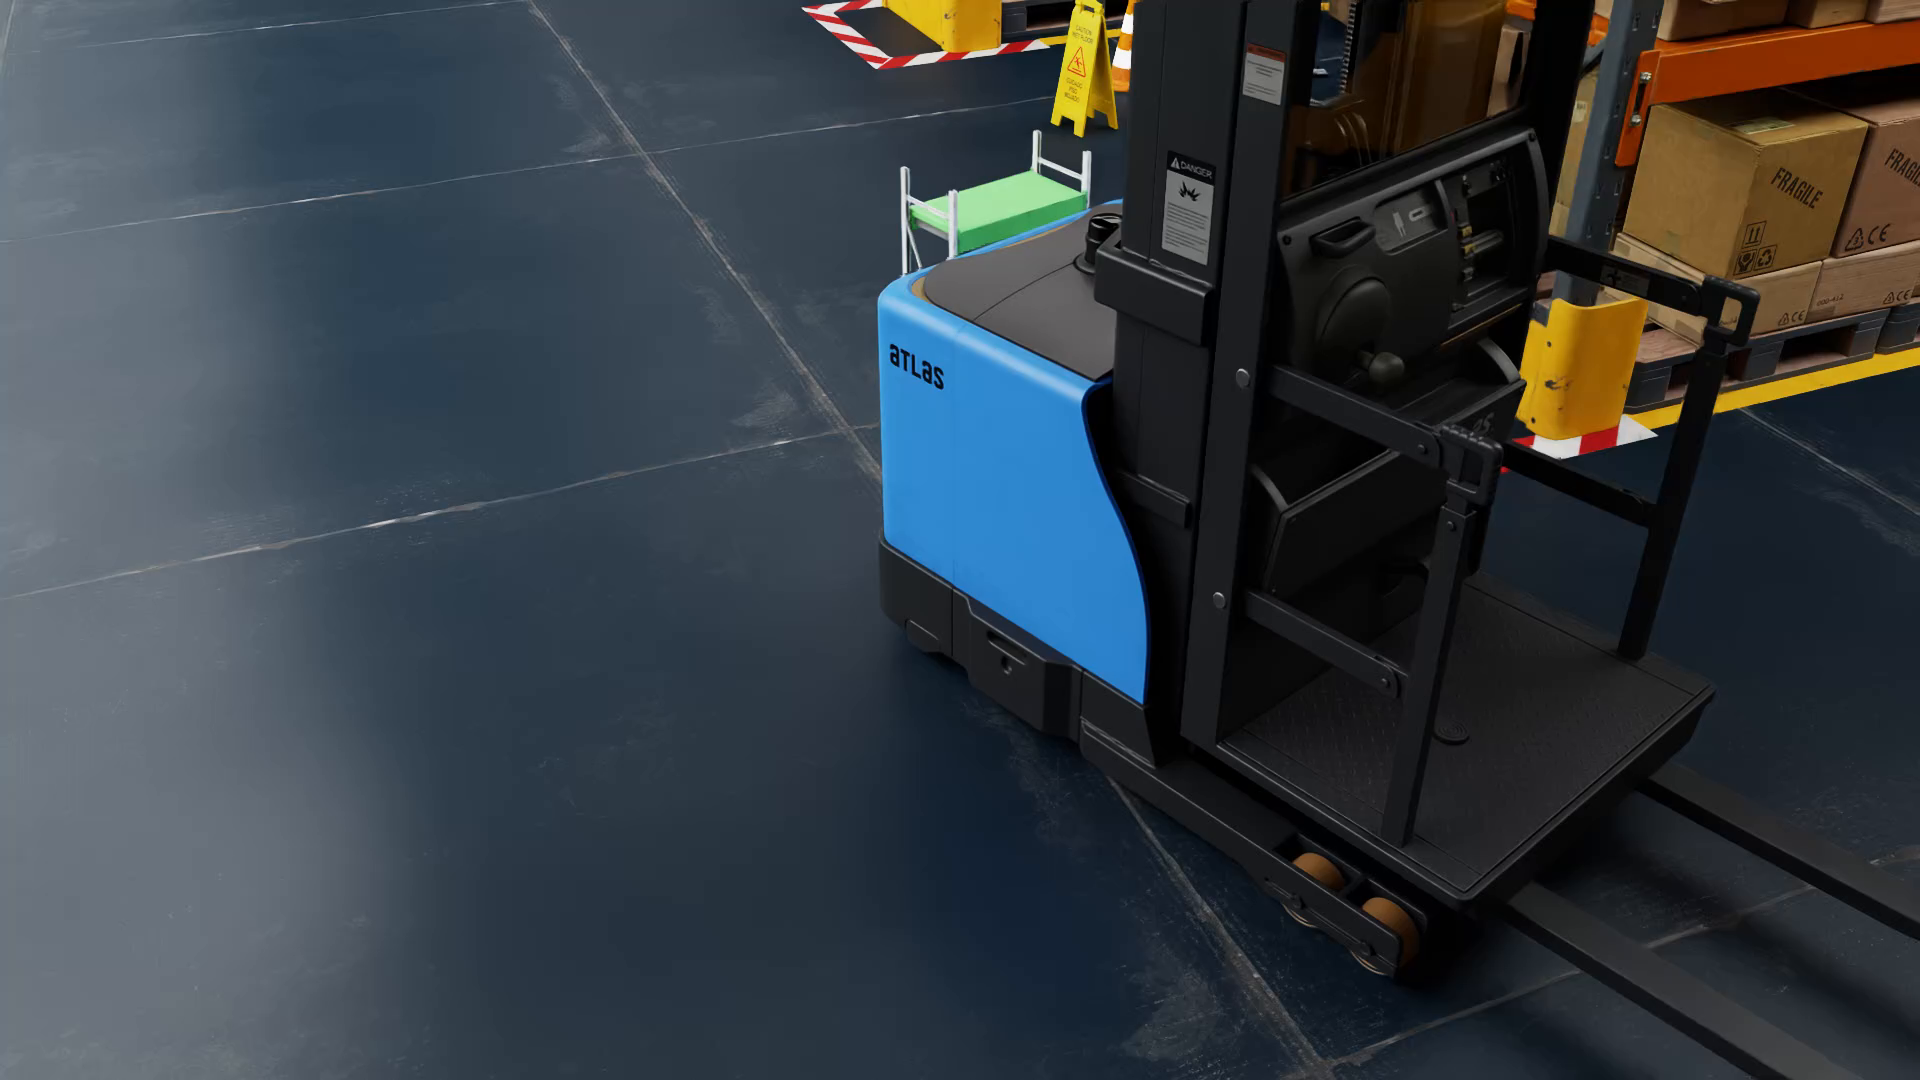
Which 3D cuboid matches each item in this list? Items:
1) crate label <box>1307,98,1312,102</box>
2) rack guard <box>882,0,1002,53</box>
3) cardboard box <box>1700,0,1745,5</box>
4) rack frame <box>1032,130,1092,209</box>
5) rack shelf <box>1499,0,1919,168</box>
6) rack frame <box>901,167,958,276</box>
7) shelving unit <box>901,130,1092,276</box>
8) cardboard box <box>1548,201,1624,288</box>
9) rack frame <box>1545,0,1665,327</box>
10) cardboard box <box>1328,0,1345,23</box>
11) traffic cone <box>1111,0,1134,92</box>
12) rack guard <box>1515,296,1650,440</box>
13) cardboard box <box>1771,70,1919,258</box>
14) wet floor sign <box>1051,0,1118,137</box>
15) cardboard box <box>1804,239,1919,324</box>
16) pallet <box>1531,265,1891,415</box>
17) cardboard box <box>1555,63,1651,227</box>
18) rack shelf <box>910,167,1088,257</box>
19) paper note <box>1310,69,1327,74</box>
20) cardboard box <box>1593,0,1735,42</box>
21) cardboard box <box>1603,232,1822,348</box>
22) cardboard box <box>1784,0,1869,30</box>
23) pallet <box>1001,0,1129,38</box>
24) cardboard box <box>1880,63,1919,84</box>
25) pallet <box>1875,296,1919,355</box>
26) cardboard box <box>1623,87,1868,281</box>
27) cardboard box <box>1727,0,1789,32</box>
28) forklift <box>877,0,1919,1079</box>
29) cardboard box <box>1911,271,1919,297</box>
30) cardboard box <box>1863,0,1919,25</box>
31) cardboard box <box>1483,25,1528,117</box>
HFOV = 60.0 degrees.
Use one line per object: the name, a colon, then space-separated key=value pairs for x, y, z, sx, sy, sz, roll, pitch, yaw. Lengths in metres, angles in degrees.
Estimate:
crate label: x=1.761 y=-2.130 z=8.399 sx=0.250 sy=0.136 sz=0.298 roll=23 pitch=39 yaw=30
rack guard: x=-0.126 y=-3.322 z=9.898 sx=0.348 sy=0.500 sz=1.175 roll=-13 pitch=35 yaw=-19
cardboard box: x=2.450 y=-2.034 z=5.262 sx=0.500 sy=0.500 sz=0.500 roll=-13 pitch=35 yaw=-20
rack frame: x=0.296 y=-0.654 z=5.155 sx=0.015 sy=1.200 sz=0.240 roll=-23 pitch=40 yaw=-31
rack shelf: x=3.750 y=-2.028 z=6.276 sx=4.000 sy=0.370 sz=1.077 roll=-13 pitch=35 yaw=-19
rack frame: x=-0.086 y=-0.489 z=4.901 sx=0.015 sy=1.200 sz=0.240 roll=-23 pitch=40 yaw=-31
shelving unit: x=0.105 y=-0.571 z=5.028 sx=0.503 sy=1.200 sz=0.258 roll=-23 pitch=40 yaw=-31
cardboard box: x=2.569 y=-1.242 z=6.544 sx=0.500 sy=0.250 sz=0.500 roll=-13 pitch=35 yaw=-19
rack frame: x=1.906 y=-1.907 z=5.431 sx=0.127 sy=3.000 sz=1.000 roll=-13 pitch=35 yaw=-19
cardboard box: x=2.551 y=-3.329 z=9.906 sx=0.500 sy=0.500 sz=0.500 roll=-7 pitch=34 yaw=-11
traffic cone: x=0.936 y=-2.710 z=8.990 sx=0.334 sy=0.463 sz=0.336 roll=-13 pitch=35 yaw=-19
rack guard: x=1.976 y=-0.876 z=6.137 sx=0.348 sy=0.500 sz=1.175 roll=-13 pitch=35 yaw=-19
cardboard box: x=3.259 y=-1.394 z=6.091 sx=0.500 sy=0.500 sz=0.500 roll=-14 pitch=36 yaw=-21
wet floor sign: x=0.636 y=-2.386 z=8.326 sx=0.232 sy=0.644 sz=0.267 roll=-19 pitch=38 yaw=-27
cardboard box: x=3.230 y=-1.066 z=6.274 sx=0.500 sy=0.250 sz=0.500 roll=-12 pitch=35 yaw=-17
pallet: x=2.739 y=-0.908 z=6.452 sx=1.213 sy=0.211 sz=1.003 roll=-13 pitch=35 yaw=-19
cardboard box: x=2.544 y=-1.545 z=6.323 sx=0.500 sy=0.500 sz=0.500 roll=-13 pitch=35 yaw=-19
rack shelf: x=0.105 y=-0.920 z=4.801 sx=0.480 sy=0.148 sz=0.258 roll=-23 pitch=40 yaw=-31
paper note: x=1.961 y=-2.598 z=9.217 sx=0.142 sy=0.017 sz=0.144 roll=-2 pitch=33 yaw=-2
cardboard box: x=2.299 y=-1.770 z=5.450 sx=0.250 sy=0.149 sz=0.380 roll=-13 pitch=35 yaw=-19
cardboard box: x=2.757 y=-0.962 z=6.114 sx=0.500 sy=0.250 sz=0.500 roll=-13 pitch=35 yaw=-19
cardboard box: x=2.803 y=-1.845 z=5.566 sx=0.250 sy=0.149 sz=0.380 roll=-14 pitch=36 yaw=-20
pallet: x=0.603 y=-3.414 z=10.304 sx=1.213 sy=0.211 sz=1.003 roll=-13 pitch=35 yaw=-19
cardboard box: x=3.725 y=-1.496 z=6.247 sx=0.500 sy=0.500 sz=0.500 roll=-12 pitch=35 yaw=-18
pallet: x=3.862 y=-1.164 z=6.845 sx=1.213 sy=0.211 sz=1.003 roll=-13 pitch=35 yaw=-19
cardboard box: x=2.778 y=-1.282 z=5.918 sx=0.500 sy=0.500 sz=0.500 roll=-14 pitch=36 yaw=-21
cardboard box: x=2.527 y=-1.830 z=5.543 sx=0.250 sy=0.149 sz=0.380 roll=-12 pitch=35 yaw=-18
forklift: x=1.130 y=-0.569 z=3.436 sx=1.130 sy=2.935 sz=3.031 roll=-26 pitch=41 yaw=-34
cardboard box: x=3.729 y=-1.188 z=6.461 sx=0.500 sy=0.250 sz=0.500 roll=-11 pitch=35 yaw=-16
cardboard box: x=3.054 y=-1.876 z=5.613 sx=0.250 sy=0.149 sz=0.380 roll=-12 pitch=35 yaw=-18
cardboard box: x=2.545 y=-2.505 z=8.638 sx=0.797 sy=0.503 sz=0.637 roll=16 pitch=36 yaw=23
